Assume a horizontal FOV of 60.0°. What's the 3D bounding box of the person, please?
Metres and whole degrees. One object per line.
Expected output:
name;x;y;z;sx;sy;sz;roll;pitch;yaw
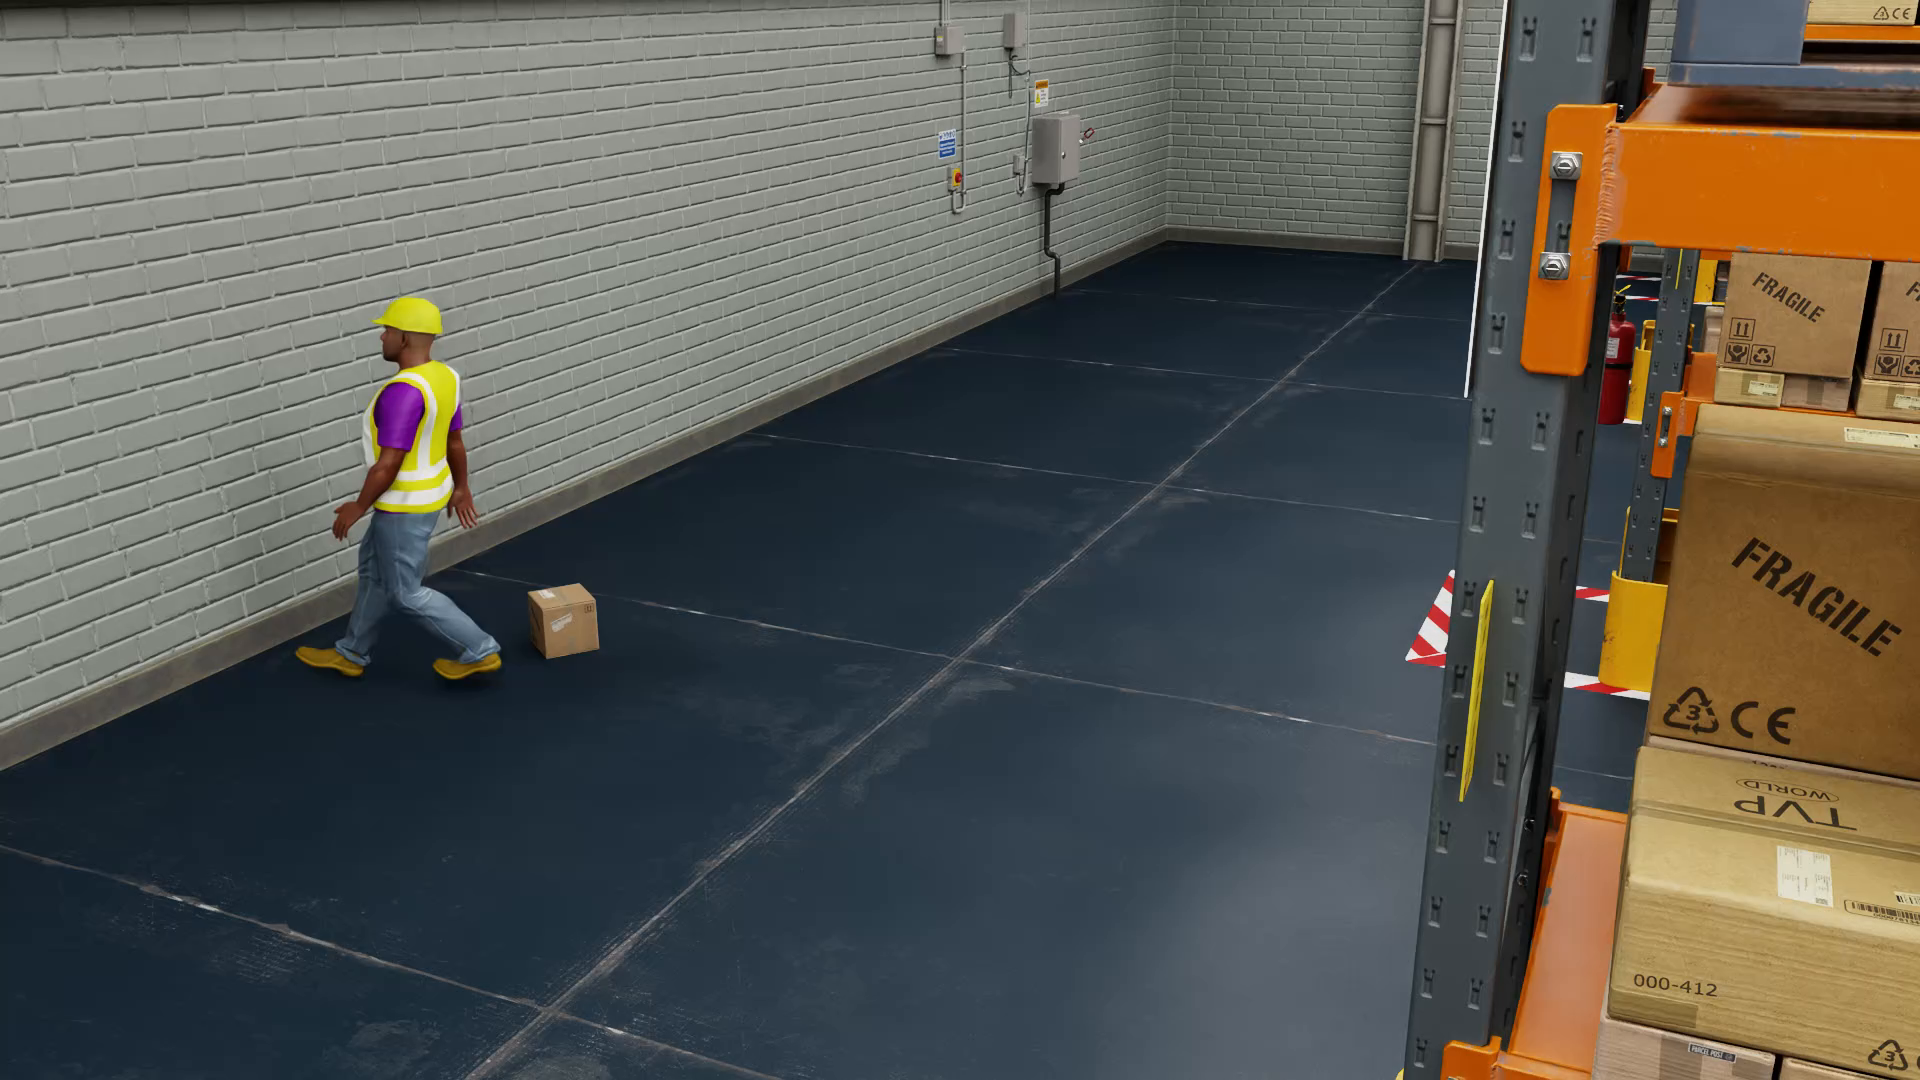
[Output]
person;-2.493;-0.181;7.119;0.942;1.705;0.621;-1;19;-3
